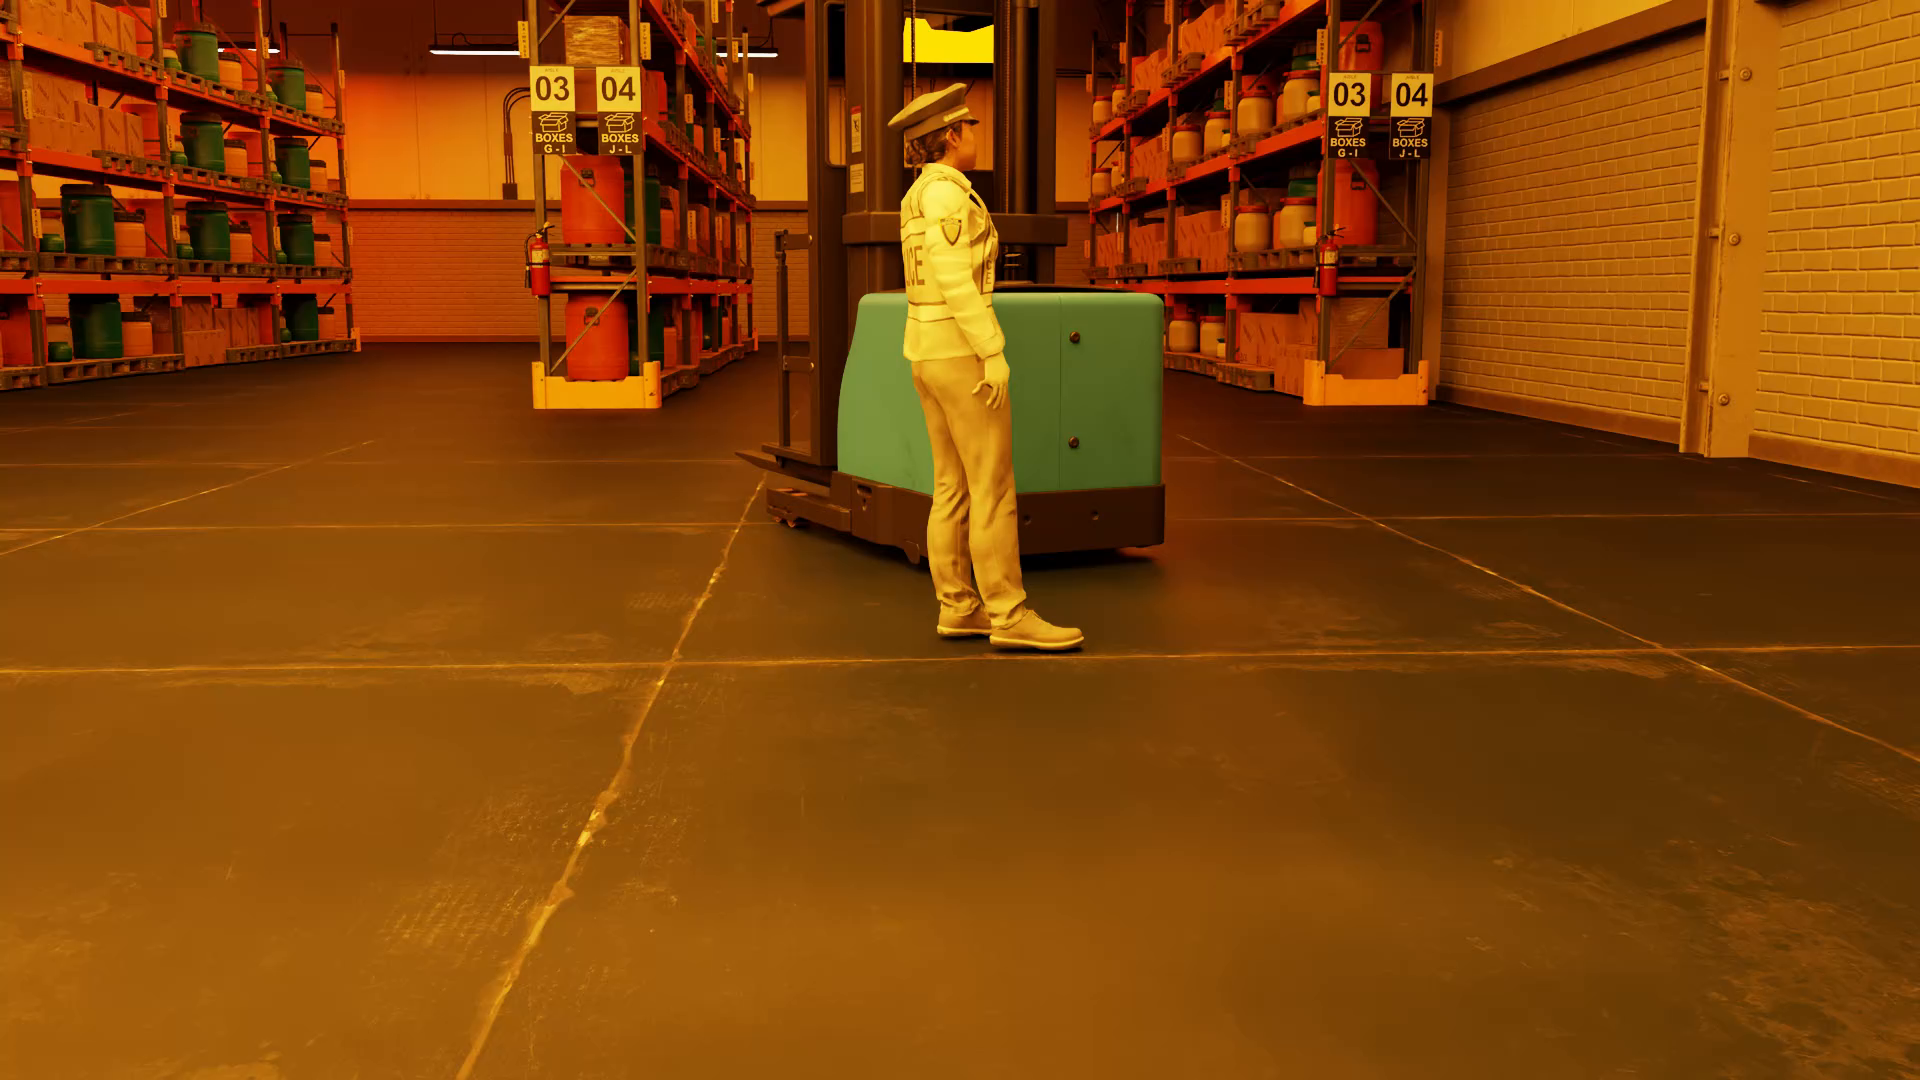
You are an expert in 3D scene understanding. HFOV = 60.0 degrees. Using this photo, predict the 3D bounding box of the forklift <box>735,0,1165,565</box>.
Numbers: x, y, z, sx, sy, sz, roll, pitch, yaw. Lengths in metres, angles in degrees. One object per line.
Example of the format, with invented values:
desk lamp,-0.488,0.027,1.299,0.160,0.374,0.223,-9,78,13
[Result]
forklift,-0.264,-1.530,7.637,1.130,2.935,3.031,-4,9,-25

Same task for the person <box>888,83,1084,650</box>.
person,0.059,-0.537,5.111,0.532,1.696,0.589,-2,9,-14
